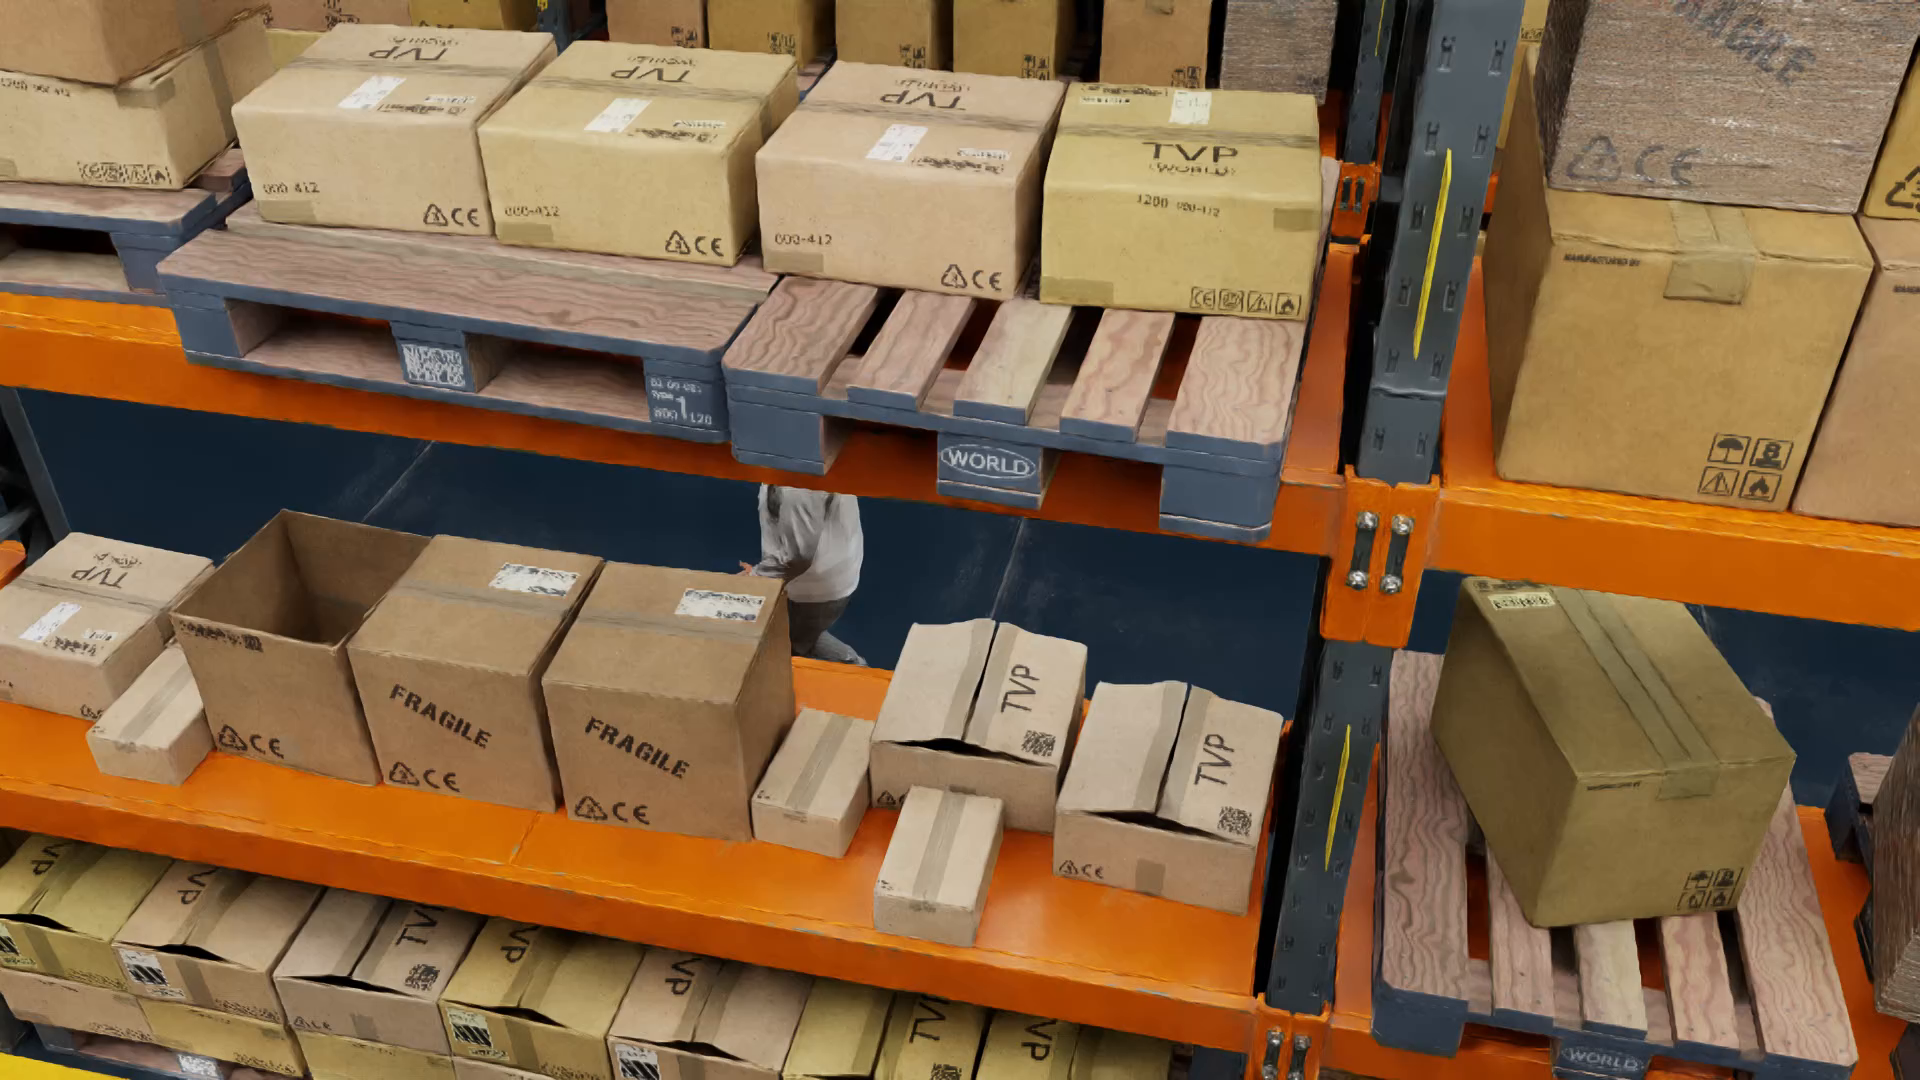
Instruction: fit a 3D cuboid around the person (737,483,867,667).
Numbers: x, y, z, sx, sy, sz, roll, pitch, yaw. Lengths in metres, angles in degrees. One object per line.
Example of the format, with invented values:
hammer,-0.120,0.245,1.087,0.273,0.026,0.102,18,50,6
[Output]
person,-0.599,0.101,6.021,0.501,1.744,0.702,3,36,4
